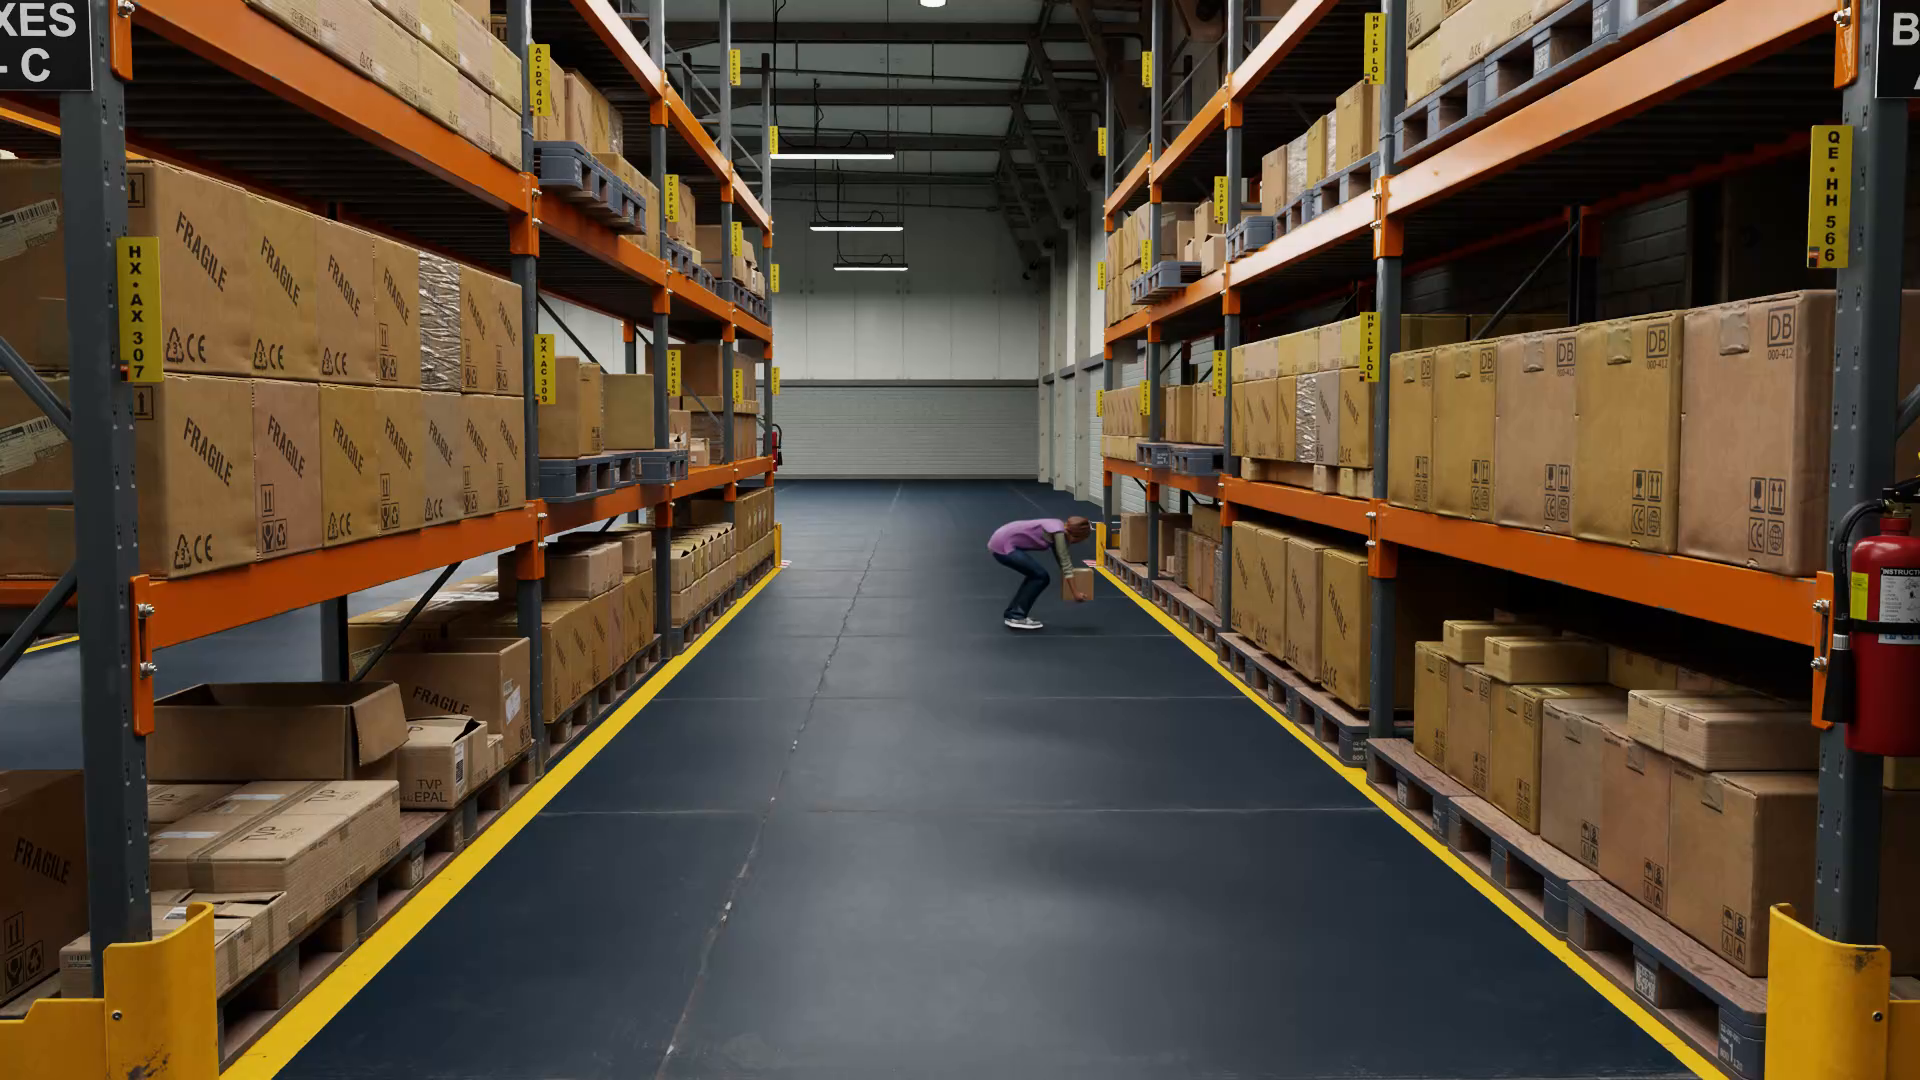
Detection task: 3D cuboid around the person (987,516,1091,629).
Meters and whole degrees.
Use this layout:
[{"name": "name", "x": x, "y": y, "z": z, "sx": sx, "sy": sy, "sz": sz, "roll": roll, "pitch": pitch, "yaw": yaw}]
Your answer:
[{"name": "person", "x": 0.656, "y": 0.263, "z": 13.781, "sx": 0.861, "sy": 0.928, "sz": 0.424, "roll": 0, "pitch": 4, "yaw": -4}]
